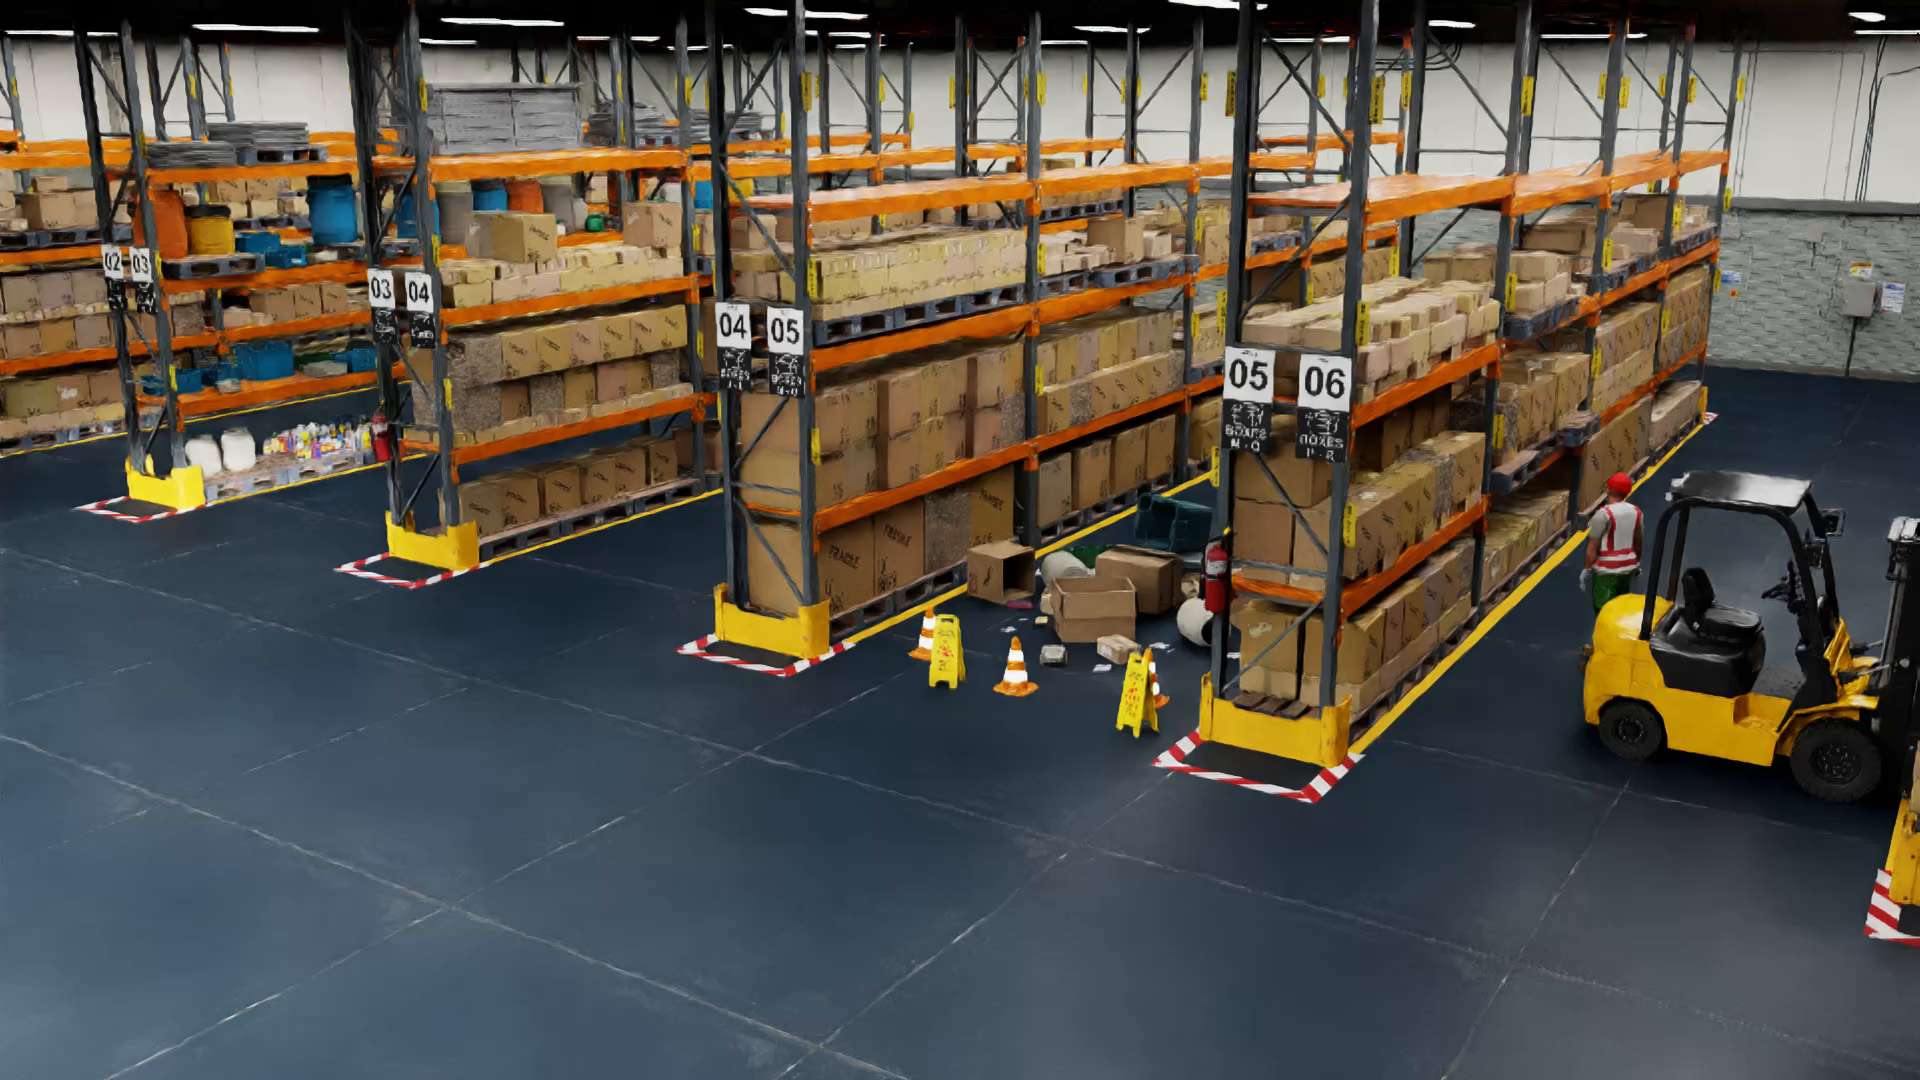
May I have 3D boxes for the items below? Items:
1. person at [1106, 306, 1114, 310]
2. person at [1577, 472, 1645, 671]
[{"bbox_3d":[2.408,-2.913,26.559,0.542,1.645,1.126,11,19,34],"label":"person"},{"bbox_3d":[5.815,0.259,14.900,0.655,1.785,0.577,-7,17,-25],"label":"person"}]
